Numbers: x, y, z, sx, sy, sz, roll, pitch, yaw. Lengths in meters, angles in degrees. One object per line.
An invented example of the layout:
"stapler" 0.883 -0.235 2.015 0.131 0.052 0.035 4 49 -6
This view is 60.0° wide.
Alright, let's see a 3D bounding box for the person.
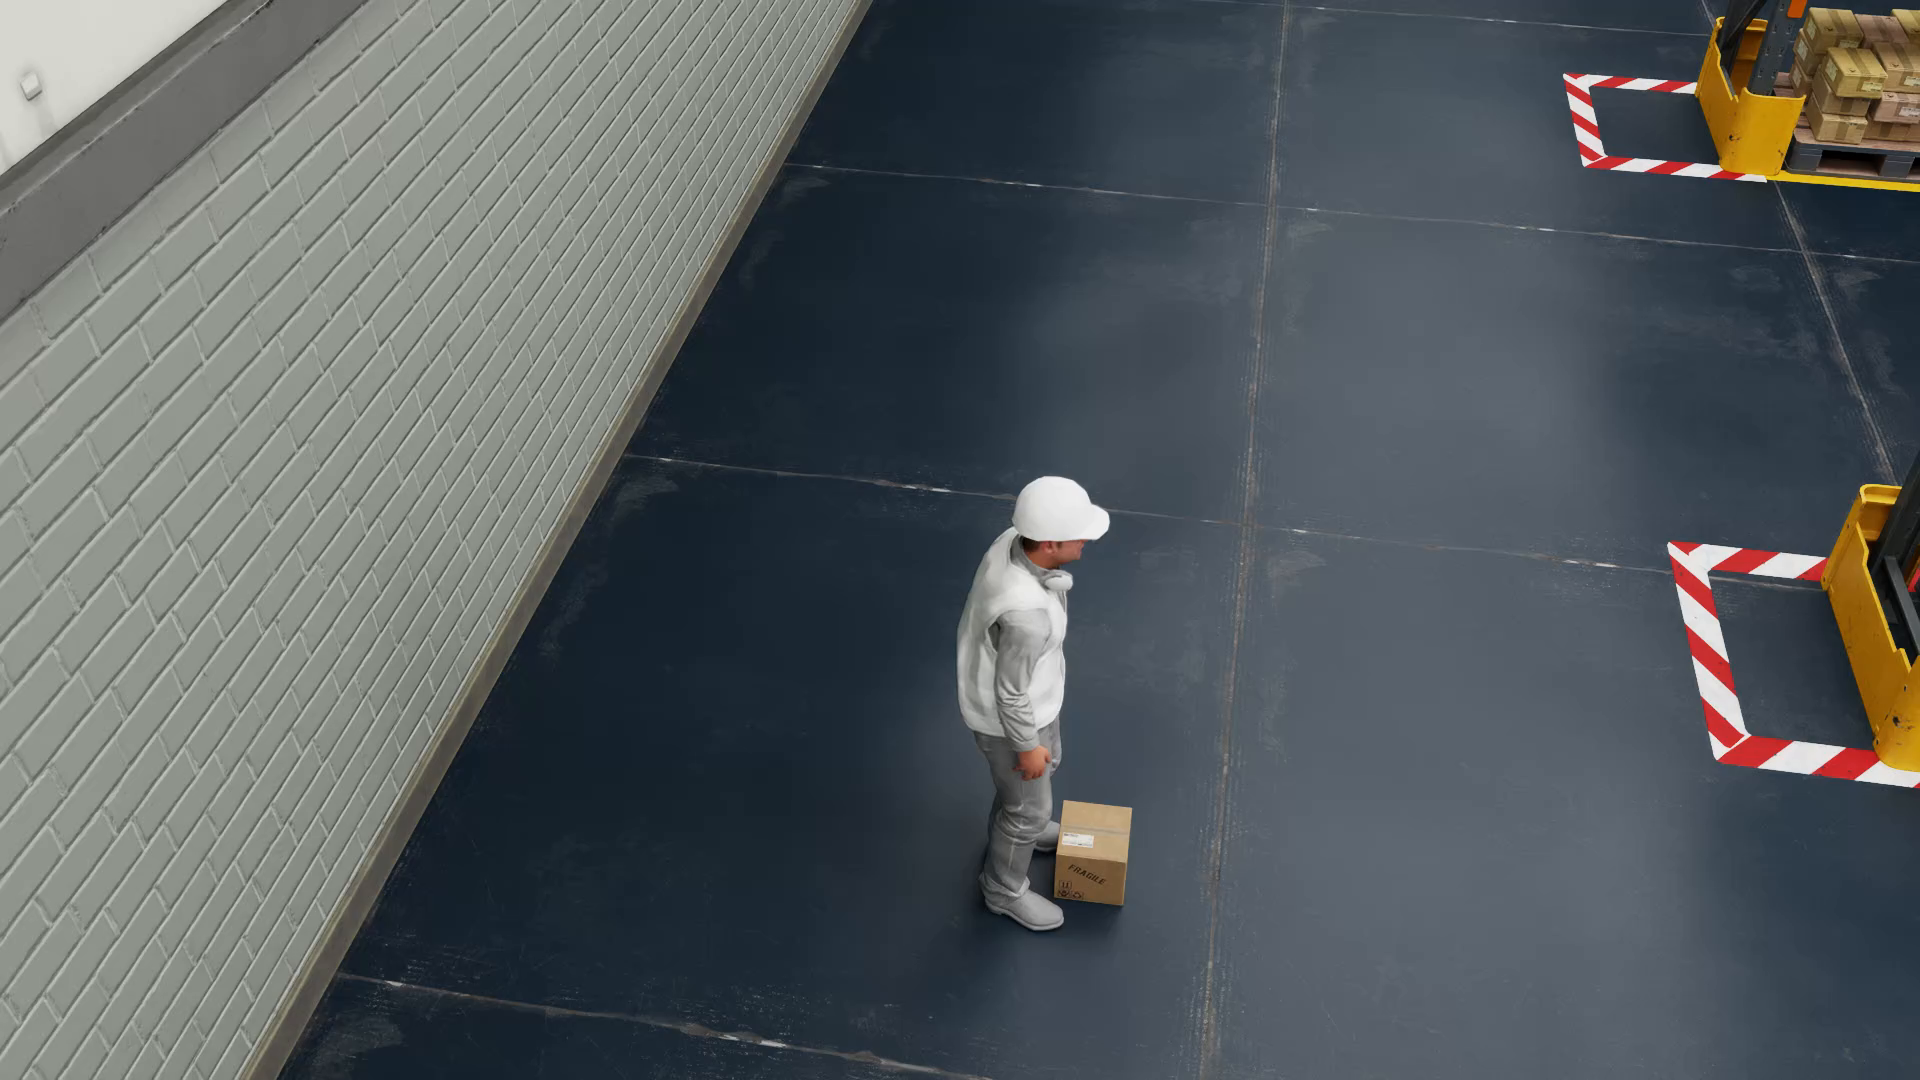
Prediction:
"person" 0.221 0.516 5.528 0.464 1.771 0.593 4 40 5
